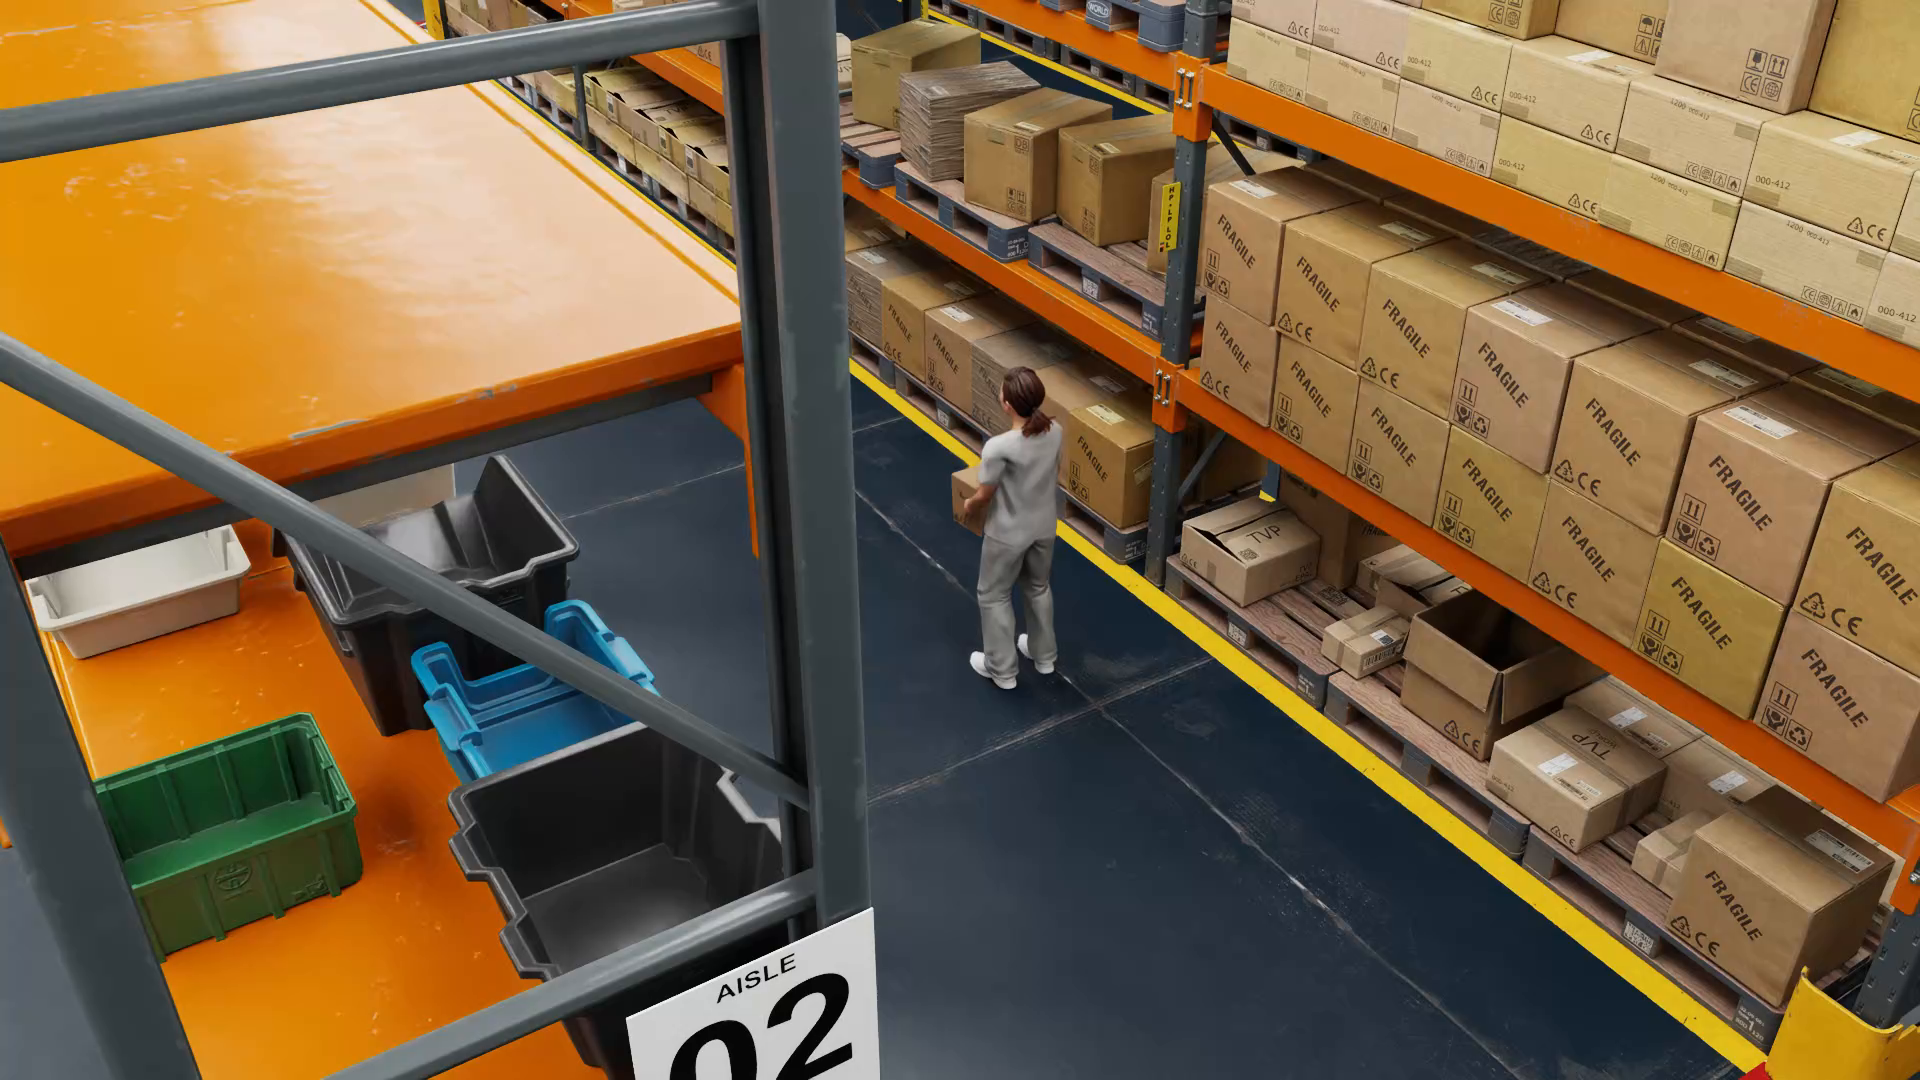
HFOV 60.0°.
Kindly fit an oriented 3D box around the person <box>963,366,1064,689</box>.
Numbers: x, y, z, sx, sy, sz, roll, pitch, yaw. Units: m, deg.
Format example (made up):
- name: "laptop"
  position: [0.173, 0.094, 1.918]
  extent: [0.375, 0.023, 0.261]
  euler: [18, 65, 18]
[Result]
- name: "person"
  position: [0.249, -0.068, 7.806]
  extent: [0.465, 1.675, 0.461]
  euler: [-20, 38, -28]
